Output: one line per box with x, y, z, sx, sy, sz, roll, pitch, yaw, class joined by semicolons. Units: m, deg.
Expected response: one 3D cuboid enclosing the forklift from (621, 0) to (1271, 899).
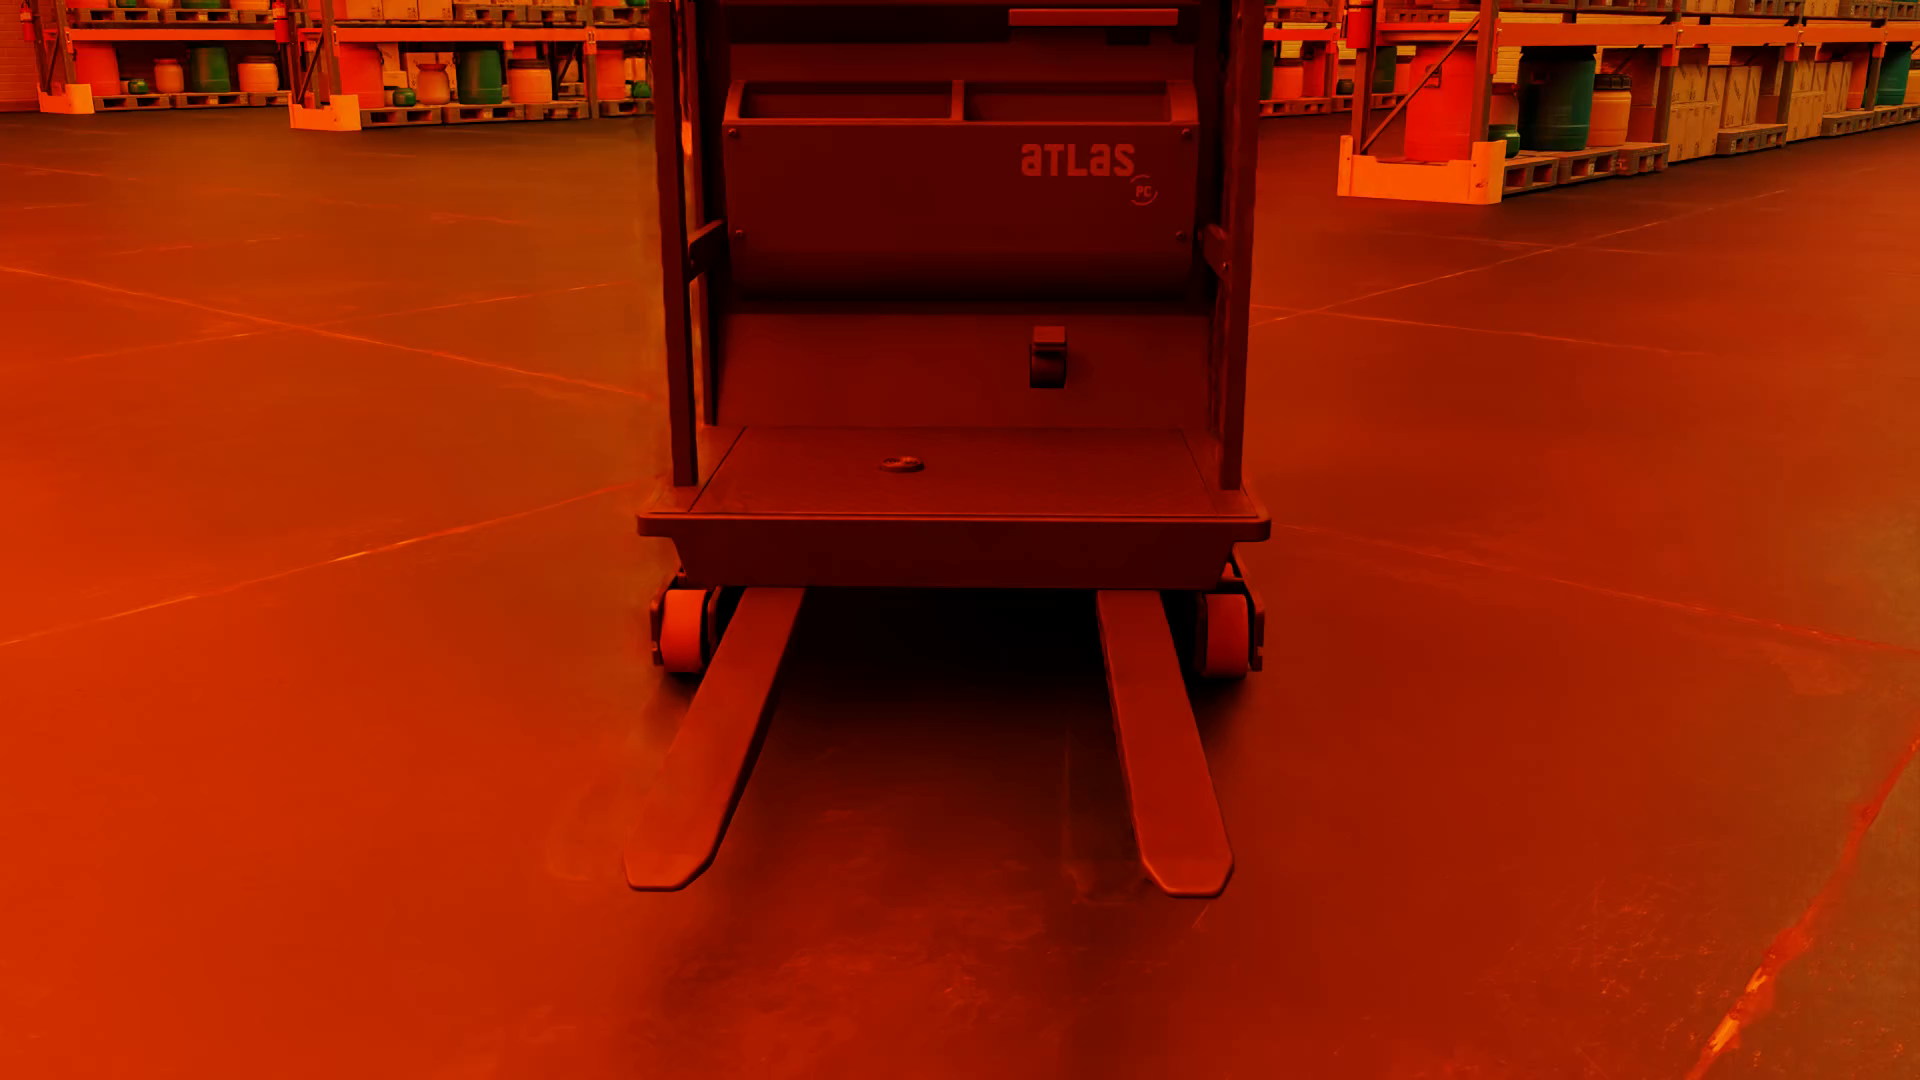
-0.001;-1.234;2.961;1.130;2.935;3.031;0;17;1;forklift
